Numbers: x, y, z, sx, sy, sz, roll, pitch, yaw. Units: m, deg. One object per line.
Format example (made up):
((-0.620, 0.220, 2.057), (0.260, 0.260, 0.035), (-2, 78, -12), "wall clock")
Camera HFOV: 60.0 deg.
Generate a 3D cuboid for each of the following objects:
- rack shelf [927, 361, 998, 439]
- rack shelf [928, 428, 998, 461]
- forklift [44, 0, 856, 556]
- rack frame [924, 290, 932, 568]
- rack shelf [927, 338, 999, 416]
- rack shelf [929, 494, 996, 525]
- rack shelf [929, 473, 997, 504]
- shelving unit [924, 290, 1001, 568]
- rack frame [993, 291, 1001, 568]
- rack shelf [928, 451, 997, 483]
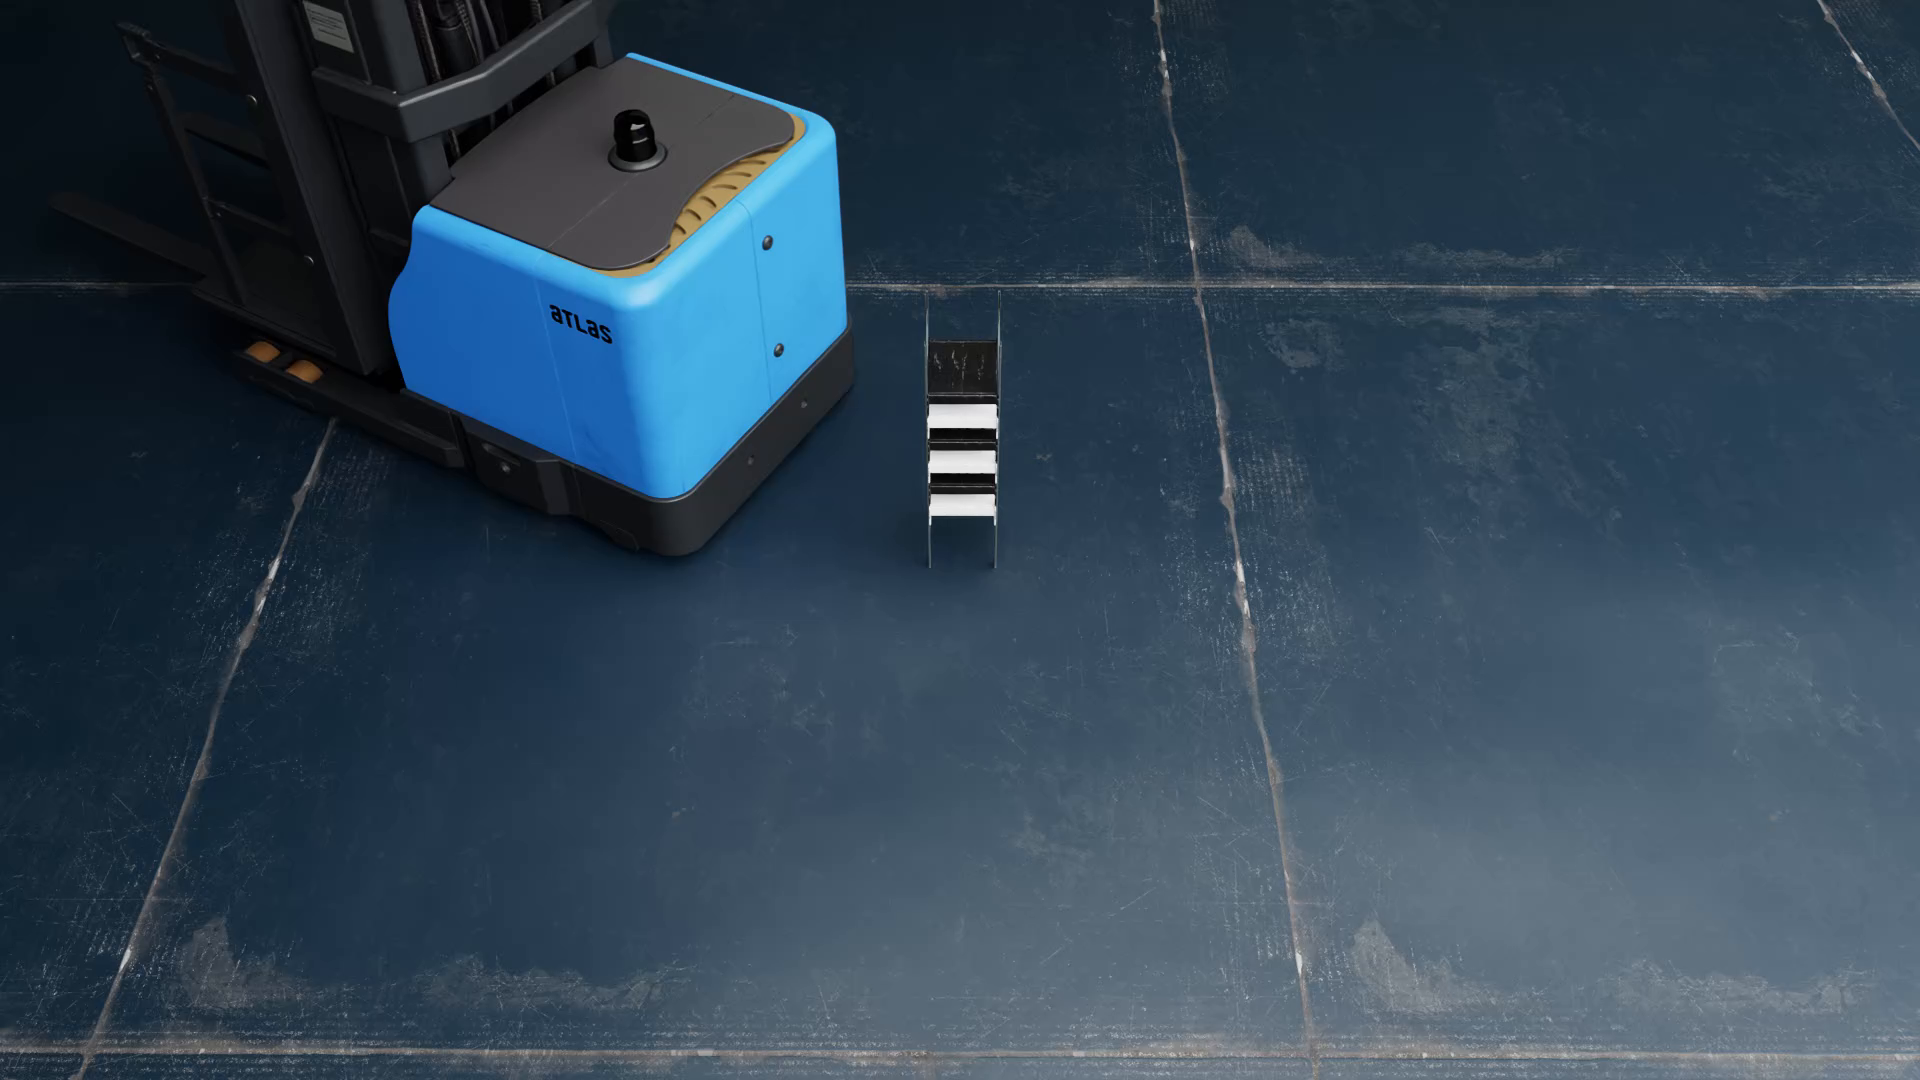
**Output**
((0.008, -0.406, 4.813), (0.200, 0.077, 0.258), (0, 47, 0), "rack shelf")
((0.008, -0.345, 4.879), (0.200, 0.077, 0.258), (0, 47, 0), "rack shelf")
((-1.891, -1.756, 4.882), (3.031, 2.935, 1.130), (23, 51, 20), "forklift")
((-0.094, -0.307, 4.921), (0.006, 0.900, 0.240), (0, 47, 0), "rack frame")
((0.008, -0.468, 4.747), (0.200, 0.077, 0.258), (0, 47, 0), "rack shelf")
((0.008, -0.161, 5.077), (0.200, 0.077, 0.258), (0, 47, 0), "rack shelf")
((0.008, -0.223, 5.011), (0.200, 0.077, 0.258), (0, 47, 0), "rack shelf")
((0.008, -0.307, 4.921), (0.210, 0.900, 0.258), (0, 47, 0), "shelving unit")
((0.110, -0.306, 4.920), (0.006, 0.900, 0.240), (0, 47, 0), "rack frame")
((0.008, -0.284, 4.945), (0.200, 0.077, 0.258), (0, 47, 0), "rack shelf")
